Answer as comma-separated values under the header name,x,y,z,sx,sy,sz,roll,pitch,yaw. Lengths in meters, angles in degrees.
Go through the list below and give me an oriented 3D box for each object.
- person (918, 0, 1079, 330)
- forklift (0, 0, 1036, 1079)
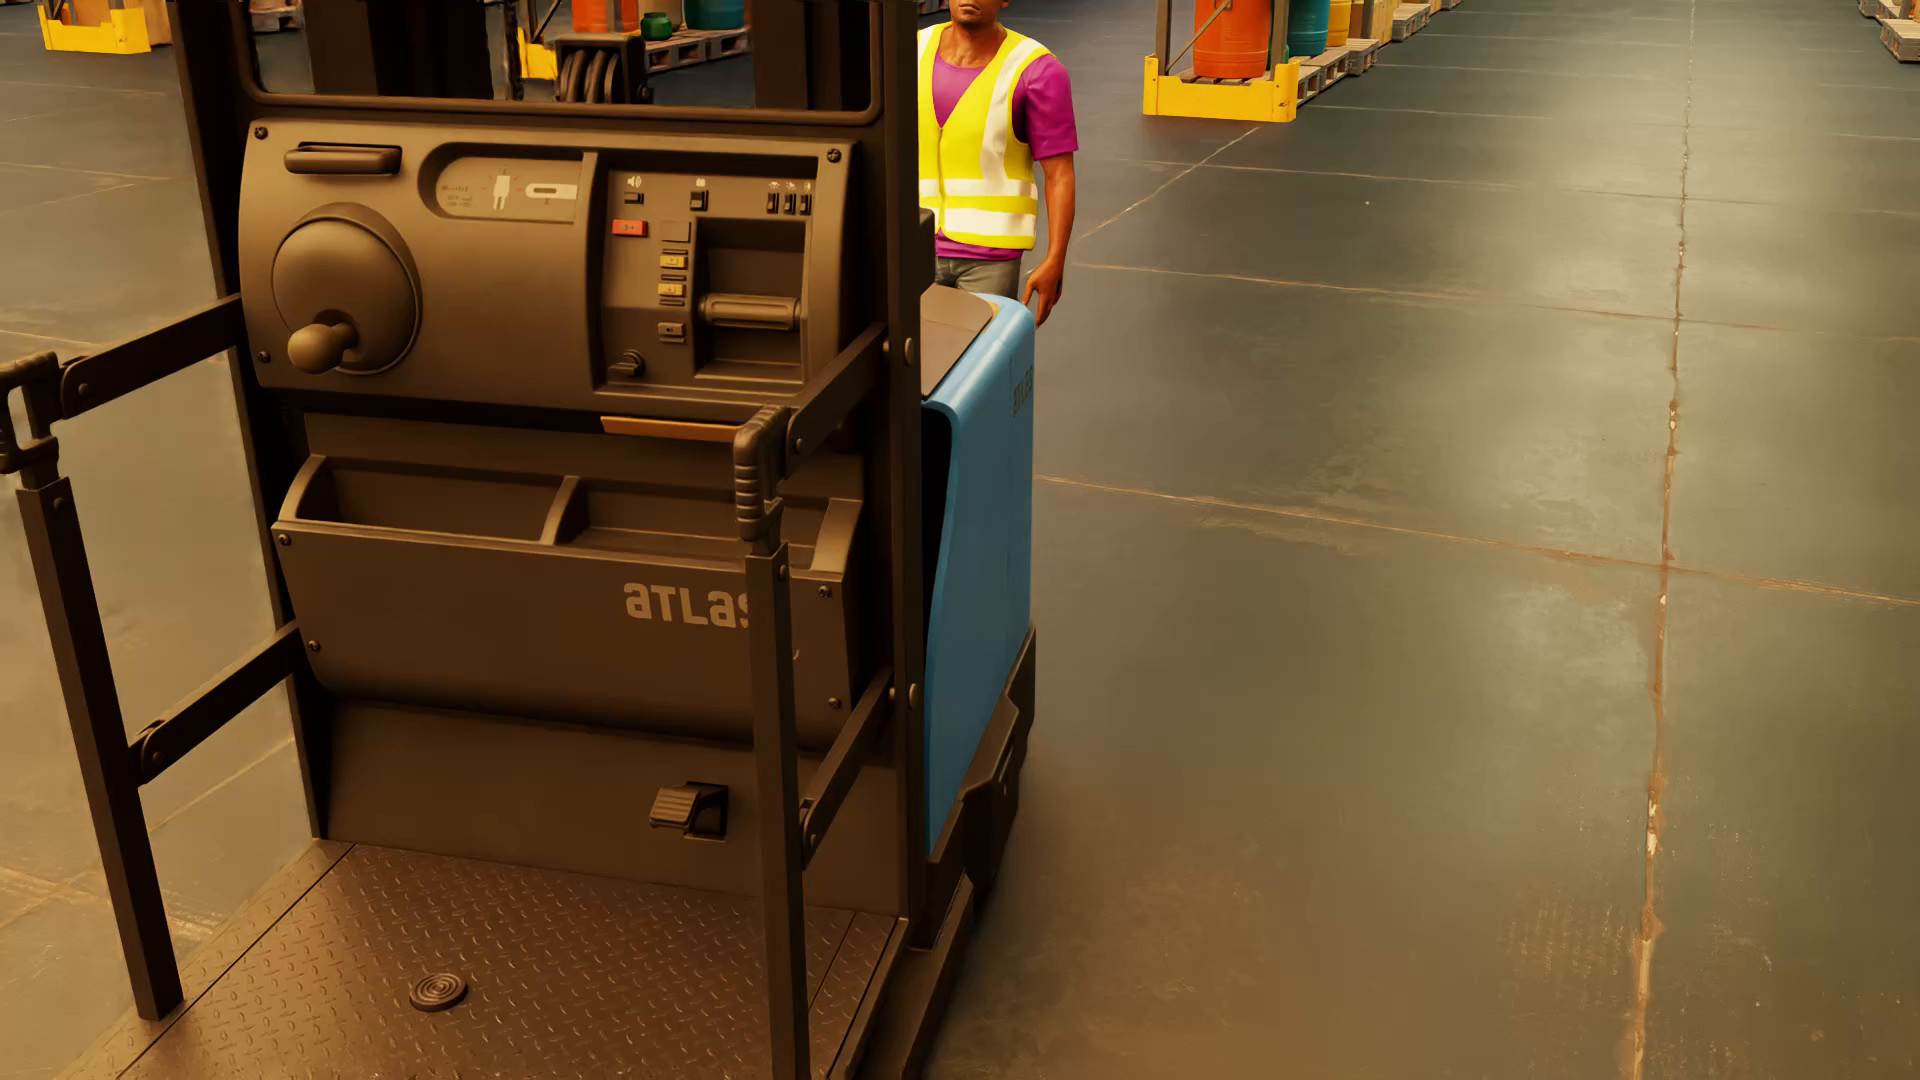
name,x,y,z,sx,sy,sz,roll,pitch,yaw
person,-0.031,-0.797,4.692,0.666,1.768,0.575,9,24,21
forklift,-0.653,-0.377,2.194,1.130,2.935,3.031,5,23,12
